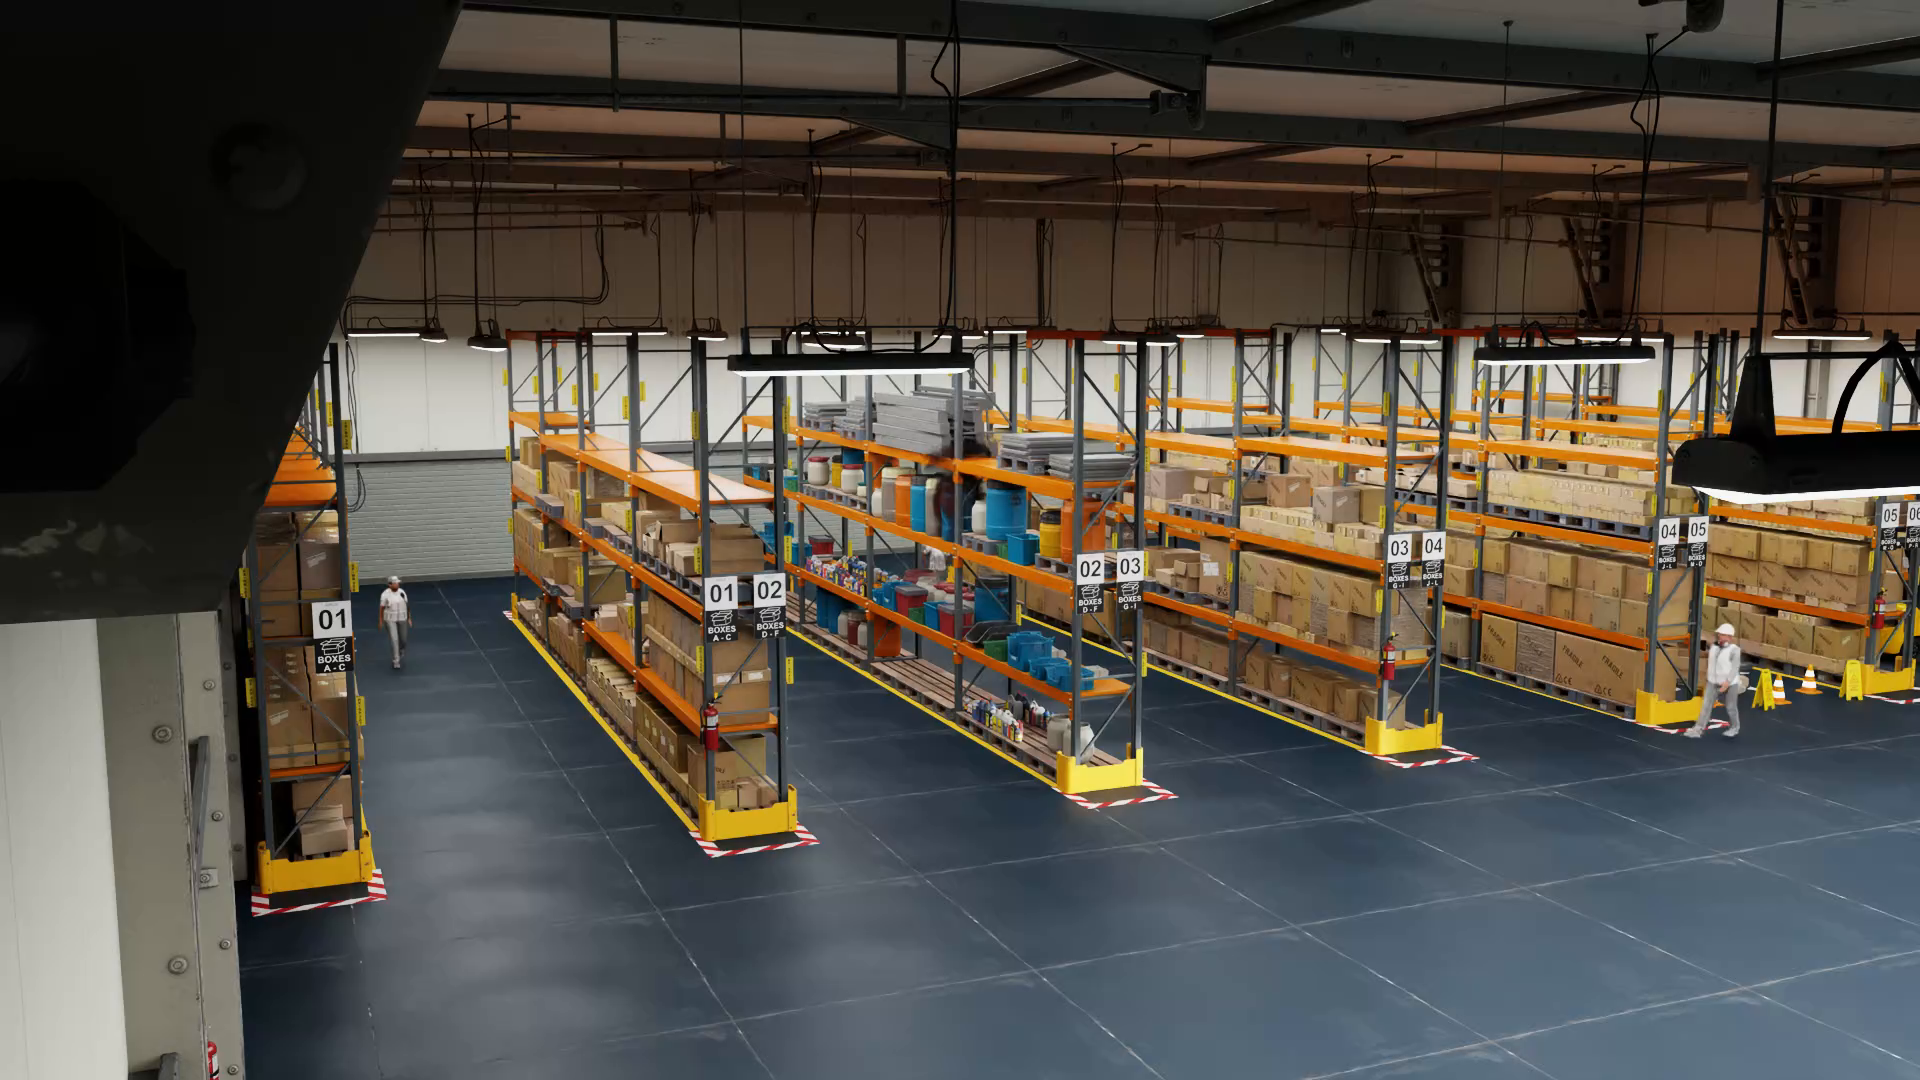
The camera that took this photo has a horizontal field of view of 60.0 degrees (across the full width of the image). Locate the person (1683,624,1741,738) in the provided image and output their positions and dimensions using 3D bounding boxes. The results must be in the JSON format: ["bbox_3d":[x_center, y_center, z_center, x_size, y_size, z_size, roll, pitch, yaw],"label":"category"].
[{"bbox_3d":[11.282,2.102,24.703,0.988,1.724,0.537,-6,10,-37],"label":"person"}]

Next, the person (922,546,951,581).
[{"bbox_3d":[-0.443,0.645,35.552,0.588,1.645,1.006,-3,8,-23],"label":"person"}]

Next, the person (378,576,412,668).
[{"bbox_3d":[-10.208,1.444,30.018,0.568,1.615,0.881,-5,9,-33],"label":"person"}]
